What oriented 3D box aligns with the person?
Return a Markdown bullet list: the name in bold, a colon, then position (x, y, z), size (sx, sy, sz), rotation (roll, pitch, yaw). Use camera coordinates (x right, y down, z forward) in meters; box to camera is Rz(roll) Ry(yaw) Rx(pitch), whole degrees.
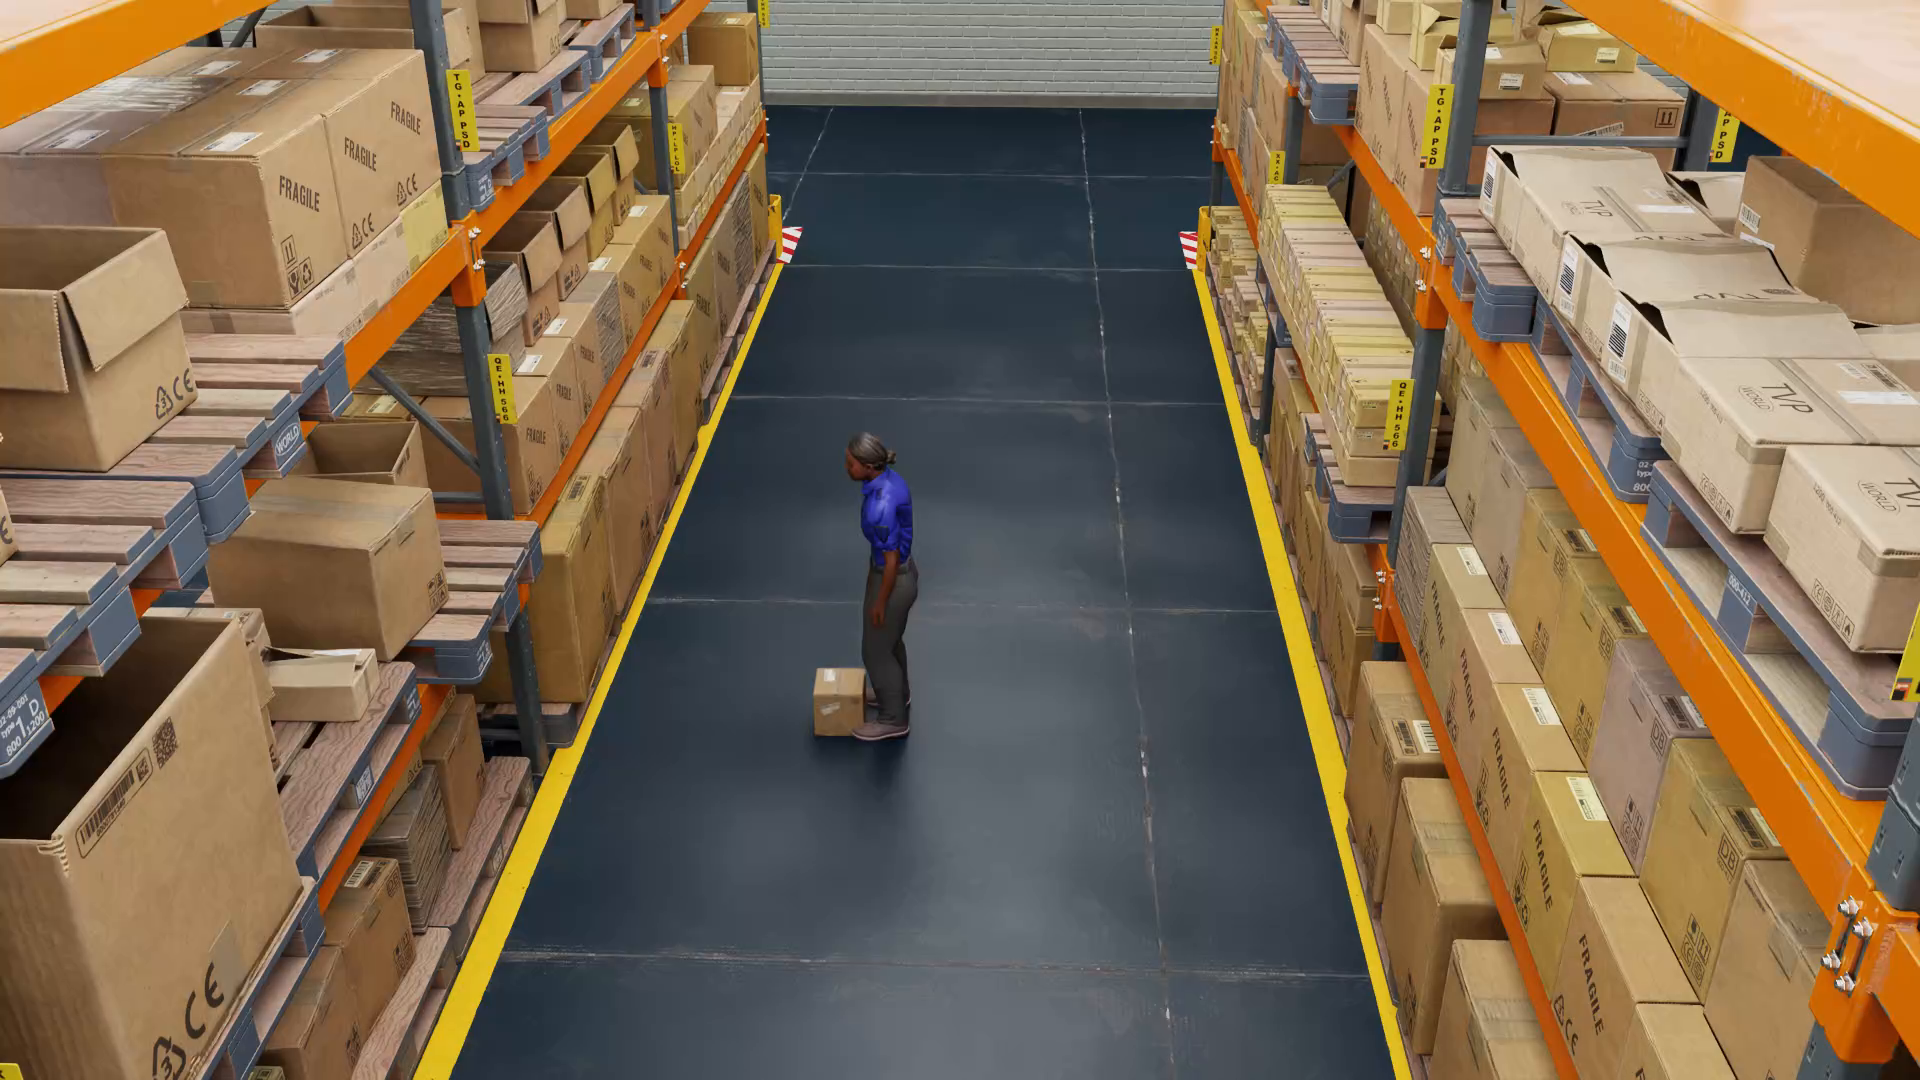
- **person**: position (-0.380, 0.211, 8.234), size (0.349, 1.653, 0.512), rotation (0, 28, 0)
